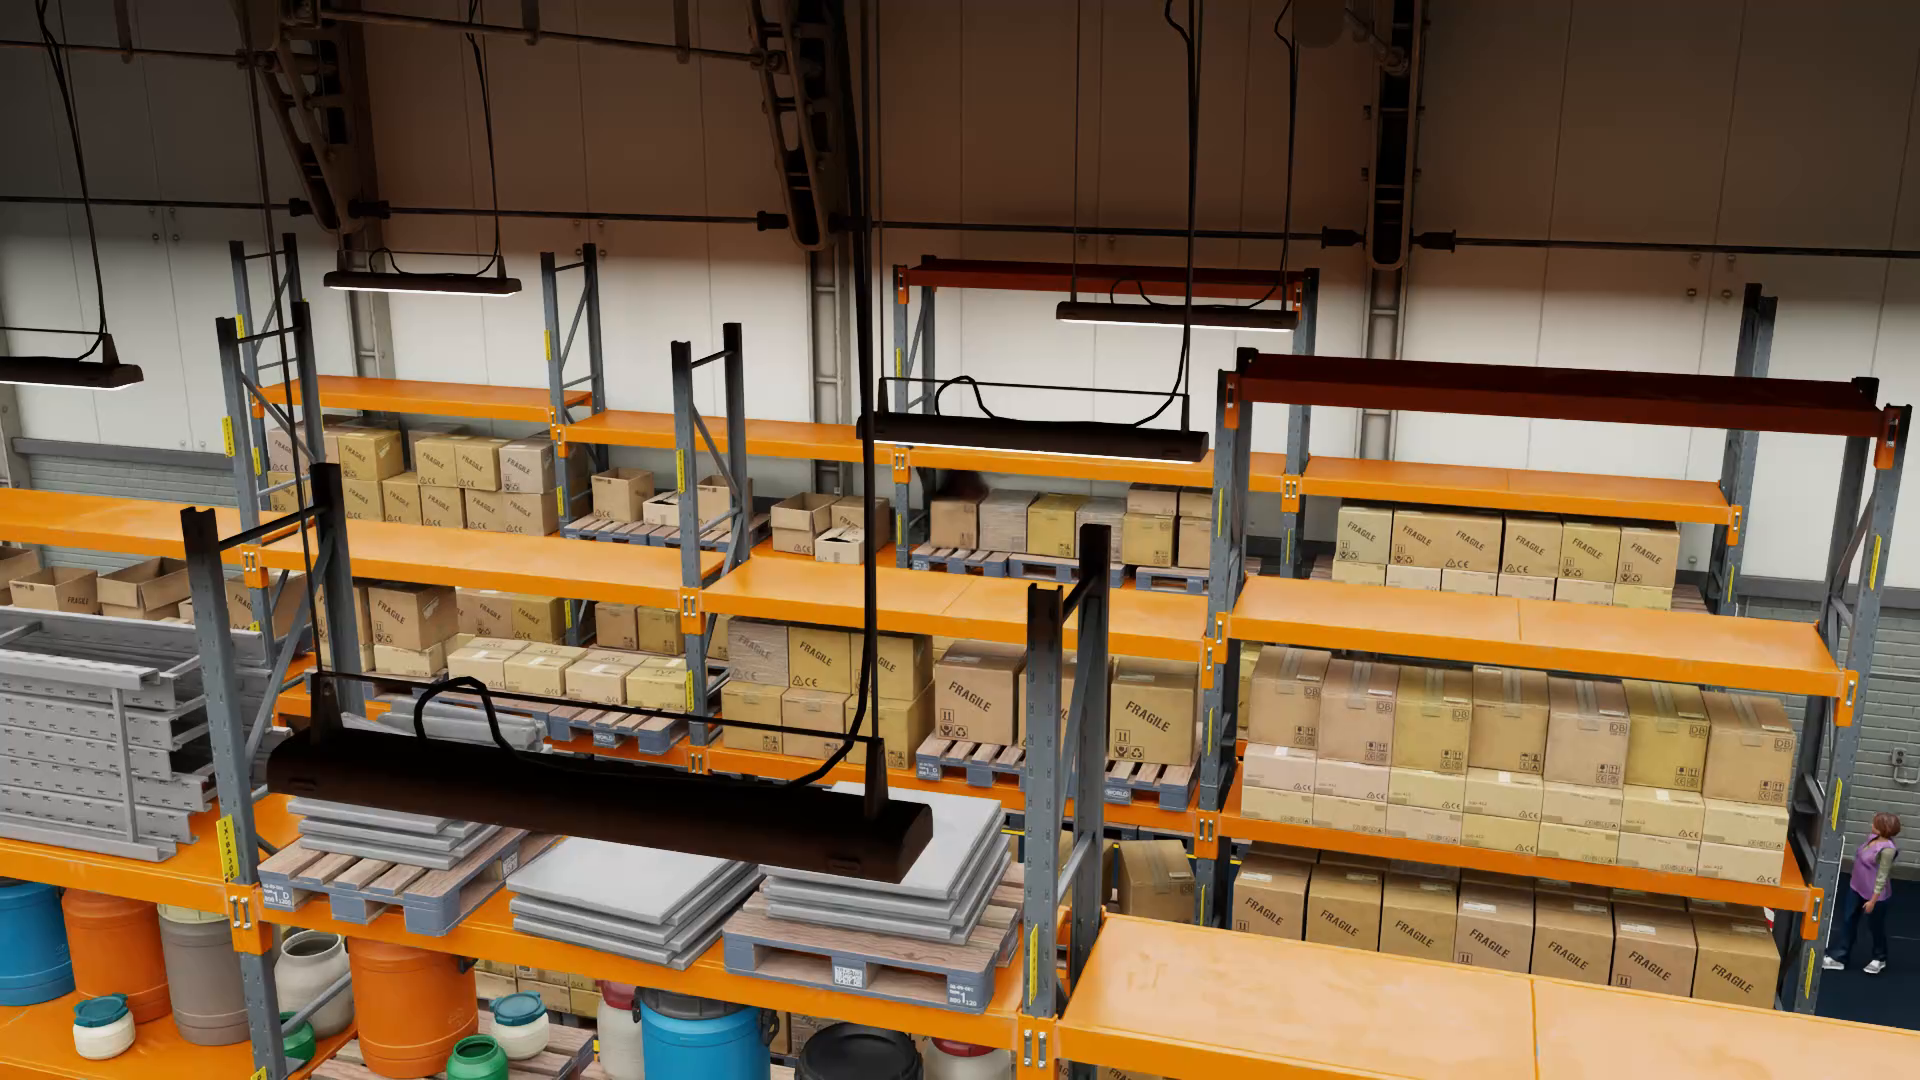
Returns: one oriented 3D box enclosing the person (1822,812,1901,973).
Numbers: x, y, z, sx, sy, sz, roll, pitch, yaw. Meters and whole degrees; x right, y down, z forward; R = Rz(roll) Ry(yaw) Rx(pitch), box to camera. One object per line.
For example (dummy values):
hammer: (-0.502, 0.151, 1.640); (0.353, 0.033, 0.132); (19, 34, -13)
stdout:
person: (8.141, 3.165, 14.906); (0.649, 1.580, 0.413); (-3, 16, -12)
